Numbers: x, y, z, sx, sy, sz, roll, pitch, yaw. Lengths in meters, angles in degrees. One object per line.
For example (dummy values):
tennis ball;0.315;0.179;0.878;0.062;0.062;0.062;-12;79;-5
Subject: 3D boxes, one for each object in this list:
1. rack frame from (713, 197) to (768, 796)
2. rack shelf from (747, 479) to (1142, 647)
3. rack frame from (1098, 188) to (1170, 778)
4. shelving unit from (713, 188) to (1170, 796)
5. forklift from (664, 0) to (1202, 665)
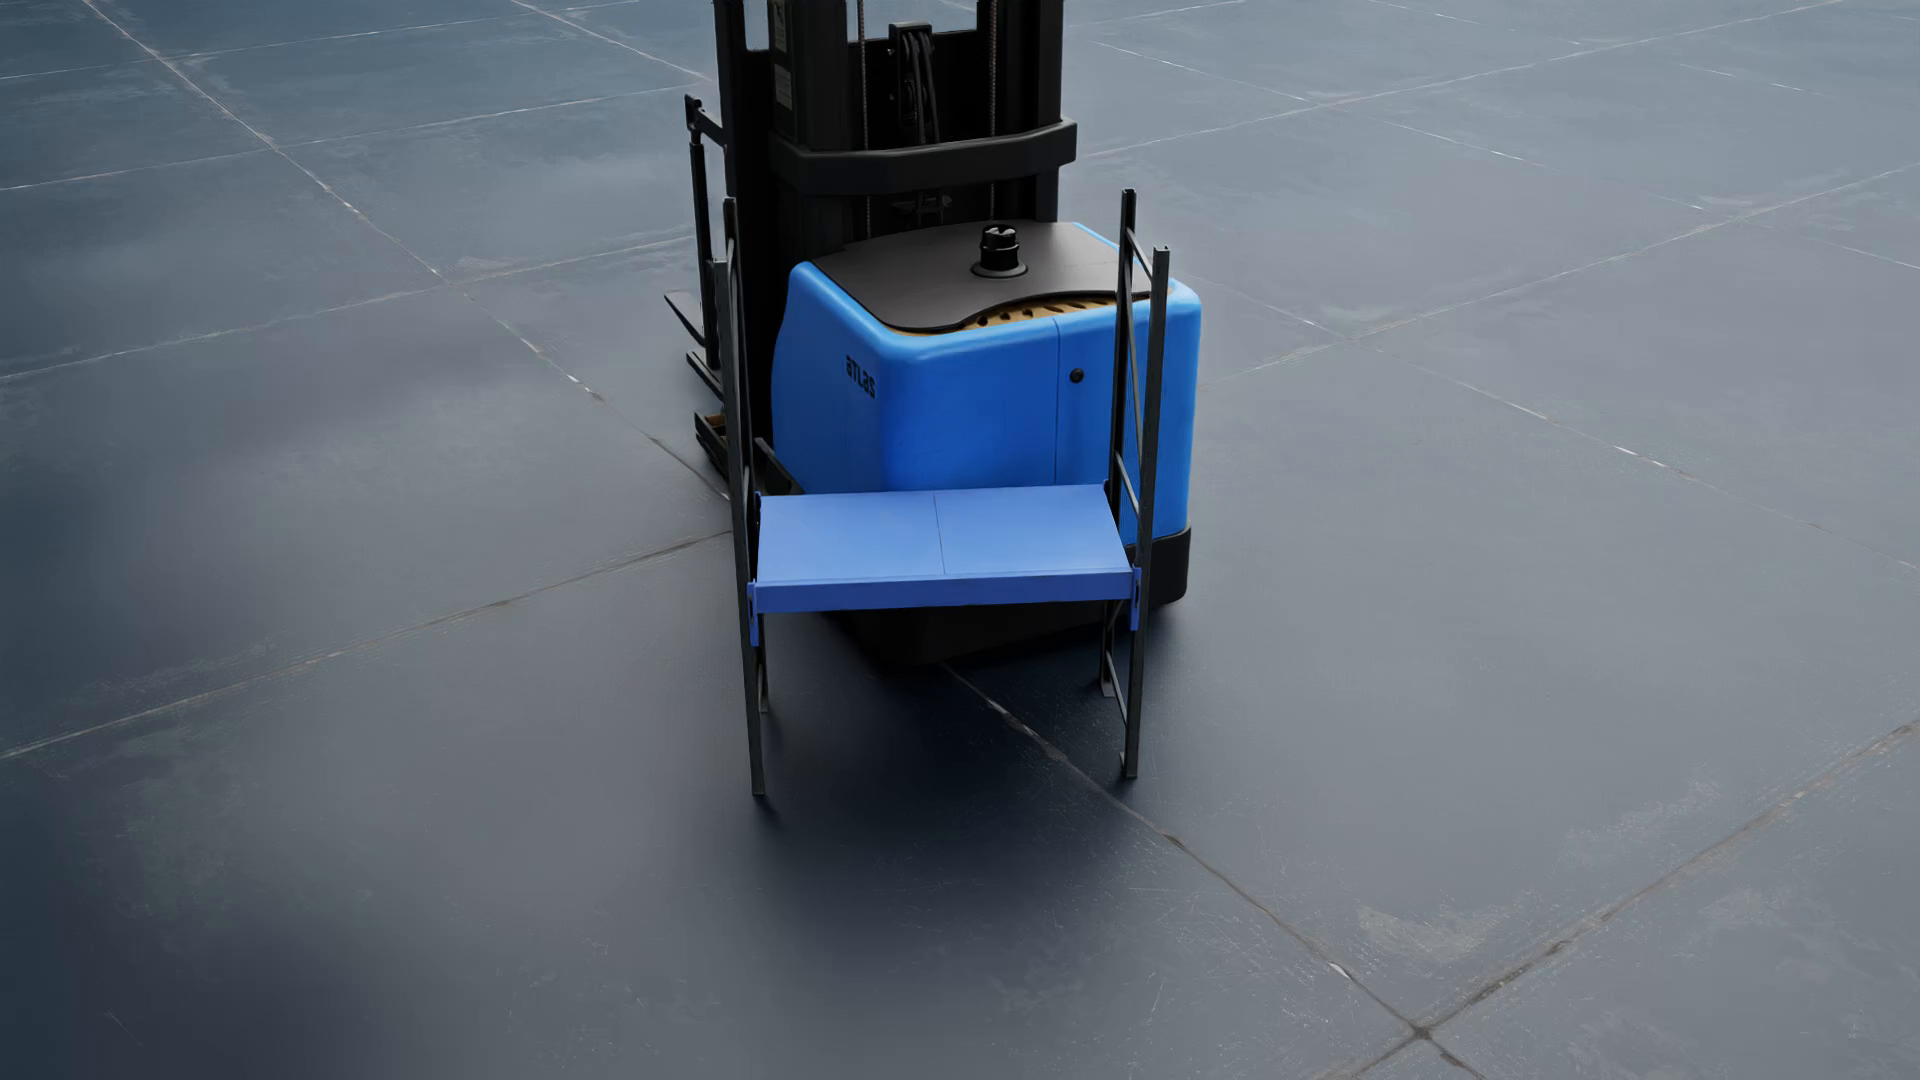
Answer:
rack frame;-0.563;-0.088;4.341;0.032;1.500;0.500;-2;29;-4
rack shelf;-0.056;0.051;4.462;1.000;0.185;0.538;-2;29;-4
rack frame;0.451;-0.127;4.412;0.032;1.500;0.500;-2;29;-4
shelving unit;-0.056;-0.108;4.377;1.048;1.500;0.538;-2;29;-4
forklift;-0.355;-1.597;5.620;1.130;2.935;3.031;-12;31;-22
